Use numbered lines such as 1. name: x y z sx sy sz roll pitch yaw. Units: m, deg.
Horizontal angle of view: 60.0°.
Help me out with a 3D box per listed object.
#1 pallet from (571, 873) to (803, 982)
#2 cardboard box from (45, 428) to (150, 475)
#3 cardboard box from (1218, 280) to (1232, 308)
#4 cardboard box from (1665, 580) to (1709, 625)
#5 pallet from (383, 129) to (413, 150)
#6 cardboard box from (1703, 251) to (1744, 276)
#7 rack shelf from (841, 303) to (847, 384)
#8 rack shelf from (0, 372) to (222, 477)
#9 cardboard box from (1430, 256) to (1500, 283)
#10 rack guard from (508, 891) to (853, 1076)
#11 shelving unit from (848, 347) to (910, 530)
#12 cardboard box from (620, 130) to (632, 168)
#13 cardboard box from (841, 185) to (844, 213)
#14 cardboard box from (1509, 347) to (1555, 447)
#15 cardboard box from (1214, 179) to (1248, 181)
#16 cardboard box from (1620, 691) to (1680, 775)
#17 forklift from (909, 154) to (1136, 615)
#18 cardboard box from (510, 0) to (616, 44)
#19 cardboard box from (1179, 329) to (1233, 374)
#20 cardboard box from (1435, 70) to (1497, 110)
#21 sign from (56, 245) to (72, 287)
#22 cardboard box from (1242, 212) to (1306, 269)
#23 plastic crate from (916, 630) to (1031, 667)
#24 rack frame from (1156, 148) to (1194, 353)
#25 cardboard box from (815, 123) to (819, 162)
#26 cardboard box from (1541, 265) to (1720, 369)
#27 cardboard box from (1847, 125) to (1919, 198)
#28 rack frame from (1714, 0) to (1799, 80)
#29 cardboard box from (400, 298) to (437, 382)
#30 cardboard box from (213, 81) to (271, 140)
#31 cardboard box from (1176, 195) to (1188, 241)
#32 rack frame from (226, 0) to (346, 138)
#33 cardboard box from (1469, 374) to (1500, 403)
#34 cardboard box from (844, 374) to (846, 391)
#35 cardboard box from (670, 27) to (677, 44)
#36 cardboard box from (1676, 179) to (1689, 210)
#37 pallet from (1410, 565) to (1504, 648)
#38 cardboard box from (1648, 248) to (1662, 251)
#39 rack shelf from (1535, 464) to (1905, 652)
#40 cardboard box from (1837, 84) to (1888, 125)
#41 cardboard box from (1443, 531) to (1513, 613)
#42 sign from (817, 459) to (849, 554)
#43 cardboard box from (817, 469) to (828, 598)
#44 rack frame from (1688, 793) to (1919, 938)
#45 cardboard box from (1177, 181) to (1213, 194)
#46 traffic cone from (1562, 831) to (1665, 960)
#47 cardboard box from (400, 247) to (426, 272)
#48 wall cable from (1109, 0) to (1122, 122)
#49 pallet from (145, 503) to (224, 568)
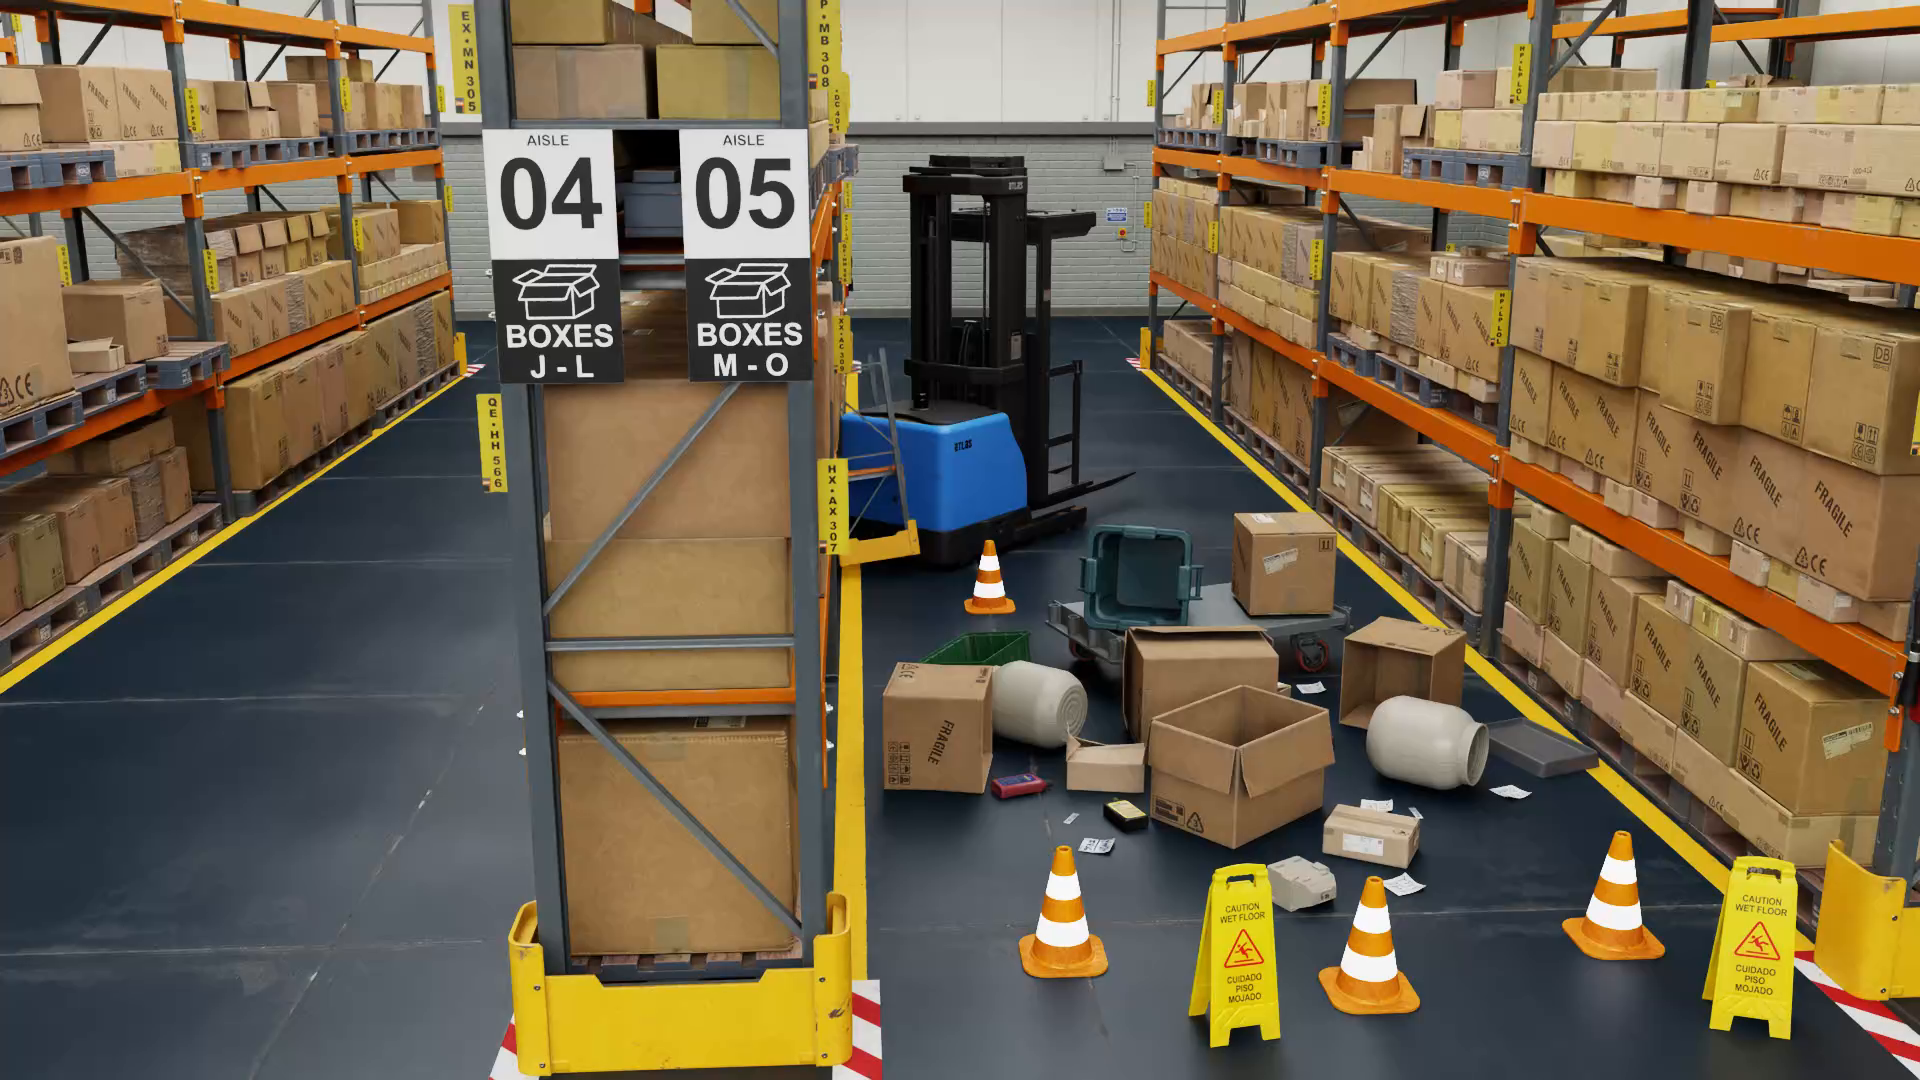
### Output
1. pallet: -1.103 1.507 6.746 1.003 0.211 1.213 -1 14 -3
2. cardboard box: -6.314 -0.652 12.168 0.500 0.250 0.500 1 14 3
3. cardboard box: 2.979 -2.546 17.201 0.500 0.250 0.500 -1 14 -5
4. cardboard box: 3.532 0.290 7.748 0.380 0.149 0.250 0 14 -1
5. pallet: -6.789 -4.495 18.634 1.003 0.211 1.213 -1 14 -3
6. cardboard box: 8.008 -2.809 16.879 0.700 0.500 0.500 -1 14 -3
7. rack shelf: -1.595 -1.784 15.385 1.077 0.370 4.000 -1 14 -3
8. rack shelf: -6.304 -0.738 11.319 1.077 0.370 4.000 -1 14 -3
9. cardboard box: 3.360 -1.802 11.070 0.380 0.149 0.250 -2 15 -6
10. rack guard: -0.974 1.571 5.918 1.175 0.500 0.348 -1 14 -3
11. shelving unit: -0.745 -0.626 12.358 0.500 1.500 0.985 -9 5 -7
12. cardboard box: -1.349 -1.369 5.767 0.380 0.149 0.250 -1 14 -3
13. cardboard box: -1.552 -3.677 18.495 0.500 0.500 0.500 -1 14 -3
14. cardboard box: 3.460 -0.821 9.399 0.500 0.500 0.500 -1 14 -4
15. cardboard box: 3.329 -4.361 20.449 0.380 0.149 0.250 -1 14 -4
16. cardboard box: 3.578 0.925 8.087 0.500 0.250 0.500 -1 14 -5
17. forklift: 0.534 -1.407 12.613 2.033 2.935 3.733 10 18 35
18. cardboard box: -1.335 -1.693 5.428 0.380 0.149 0.250 -1 14 -3
19. cardboard box: 3.173 -2.299 20.241 0.875 0.438 0.875 0 14 -2
20. cardboard box: 3.462 -2.963 10.959 0.500 0.250 0.500 -1 14 -3
21. sign: -6.982 -2.135 12.982 0.100 0.325 0.005 -1 14 -3
22. cardboard box: 3.043 -2.900 16.069 0.500 0.500 0.500 -1 14 -5
23. plastic crate: 0.095 0.716 9.750 0.450 0.188 0.662 -4 11 28
24. rack frame: 2.970 -3.727 21.490 0.949 2.616 0.053 -1 14 -3
25. cardboard box: -0.709 -1.444 6.062 0.380 0.149 0.250 -1 14 -3
26. cardboard box: 3.531 -1.179 8.784 0.700 0.500 0.500 -1 14 -3
27. cardboard box: 3.658 -1.395 6.111 0.500 0.250 0.500 -1 14 -4
28. rack frame: 8.169 -5.715 17.178 1.000 3.000 0.127 -1 14 -3
29. cardboard box: -6.748 -2.364 19.614 0.875 0.875 0.875 -1 14 -3
30. cardboard box: -6.576 -3.798 14.697 0.797 0.503 0.637 -1 14 -4
31. cardboard box: 2.823 -3.755 19.394 0.500 0.500 0.500 -1 14 -3
32. rack frame: -6.676 -5.484 16.282 1.000 3.000 0.127 -1 14 -3
33. cardboard box: 3.403 -0.948 10.351 0.380 0.149 0.250 -1 14 -3
34. cardboard box: -1.422 -1.692 17.864 0.380 0.149 0.250 0 14 -1
35. cardboard box: -1.460 -2.197 7.387 0.380 0.149 0.250 -1 14 -4
36. cardboard box: 3.580 -1.608 7.739 0.380 0.149 0.250 -1 14 -3
37. pallet: 3.661 0.415 10.991 1.003 0.211 1.213 -1 14 -3
38. cardboard box: 8.340 -3.261 19.385 0.500 0.250 0.500 -1 14 -2
39. rack shelf: 3.835 0.009 8.023 0.919 0.124 3.809 -1 14 -3
40. cardboard box: 3.631 -1.672 6.389 0.380 0.149 0.250 -1 14 -4
41. cardboard box: 3.676 0.197 10.673 0.950 0.372 0.625 -1 14 -3
42. sign: -0.422 -0.110 5.540 0.100 0.325 0.005 -1 14 -3
43. cardboard box: -1.009 -0.088 7.046 0.875 0.550 0.550 -1 14 -3
44. rack frame: 3.939 1.382 7.233 1.003 0.211 1.213 -1 14 -3
45. cardboard box: 2.779 -4.158 19.658 0.380 0.149 0.250 -1 14 -3
46. traffic cone: 2.644 1.394 6.679 0.336 0.463 0.334 -1 14 -3
47. cardboard box: -6.566 -3.276 19.442 0.500 0.250 0.500 -1 14 -5
48. wall cable: 2.334 -8.042 26.224 0.463 3.000 0.029 -1 14 -3
49. pallet: -6.381 -0.039 12.755 1.003 0.211 1.213 -1 14 -3
